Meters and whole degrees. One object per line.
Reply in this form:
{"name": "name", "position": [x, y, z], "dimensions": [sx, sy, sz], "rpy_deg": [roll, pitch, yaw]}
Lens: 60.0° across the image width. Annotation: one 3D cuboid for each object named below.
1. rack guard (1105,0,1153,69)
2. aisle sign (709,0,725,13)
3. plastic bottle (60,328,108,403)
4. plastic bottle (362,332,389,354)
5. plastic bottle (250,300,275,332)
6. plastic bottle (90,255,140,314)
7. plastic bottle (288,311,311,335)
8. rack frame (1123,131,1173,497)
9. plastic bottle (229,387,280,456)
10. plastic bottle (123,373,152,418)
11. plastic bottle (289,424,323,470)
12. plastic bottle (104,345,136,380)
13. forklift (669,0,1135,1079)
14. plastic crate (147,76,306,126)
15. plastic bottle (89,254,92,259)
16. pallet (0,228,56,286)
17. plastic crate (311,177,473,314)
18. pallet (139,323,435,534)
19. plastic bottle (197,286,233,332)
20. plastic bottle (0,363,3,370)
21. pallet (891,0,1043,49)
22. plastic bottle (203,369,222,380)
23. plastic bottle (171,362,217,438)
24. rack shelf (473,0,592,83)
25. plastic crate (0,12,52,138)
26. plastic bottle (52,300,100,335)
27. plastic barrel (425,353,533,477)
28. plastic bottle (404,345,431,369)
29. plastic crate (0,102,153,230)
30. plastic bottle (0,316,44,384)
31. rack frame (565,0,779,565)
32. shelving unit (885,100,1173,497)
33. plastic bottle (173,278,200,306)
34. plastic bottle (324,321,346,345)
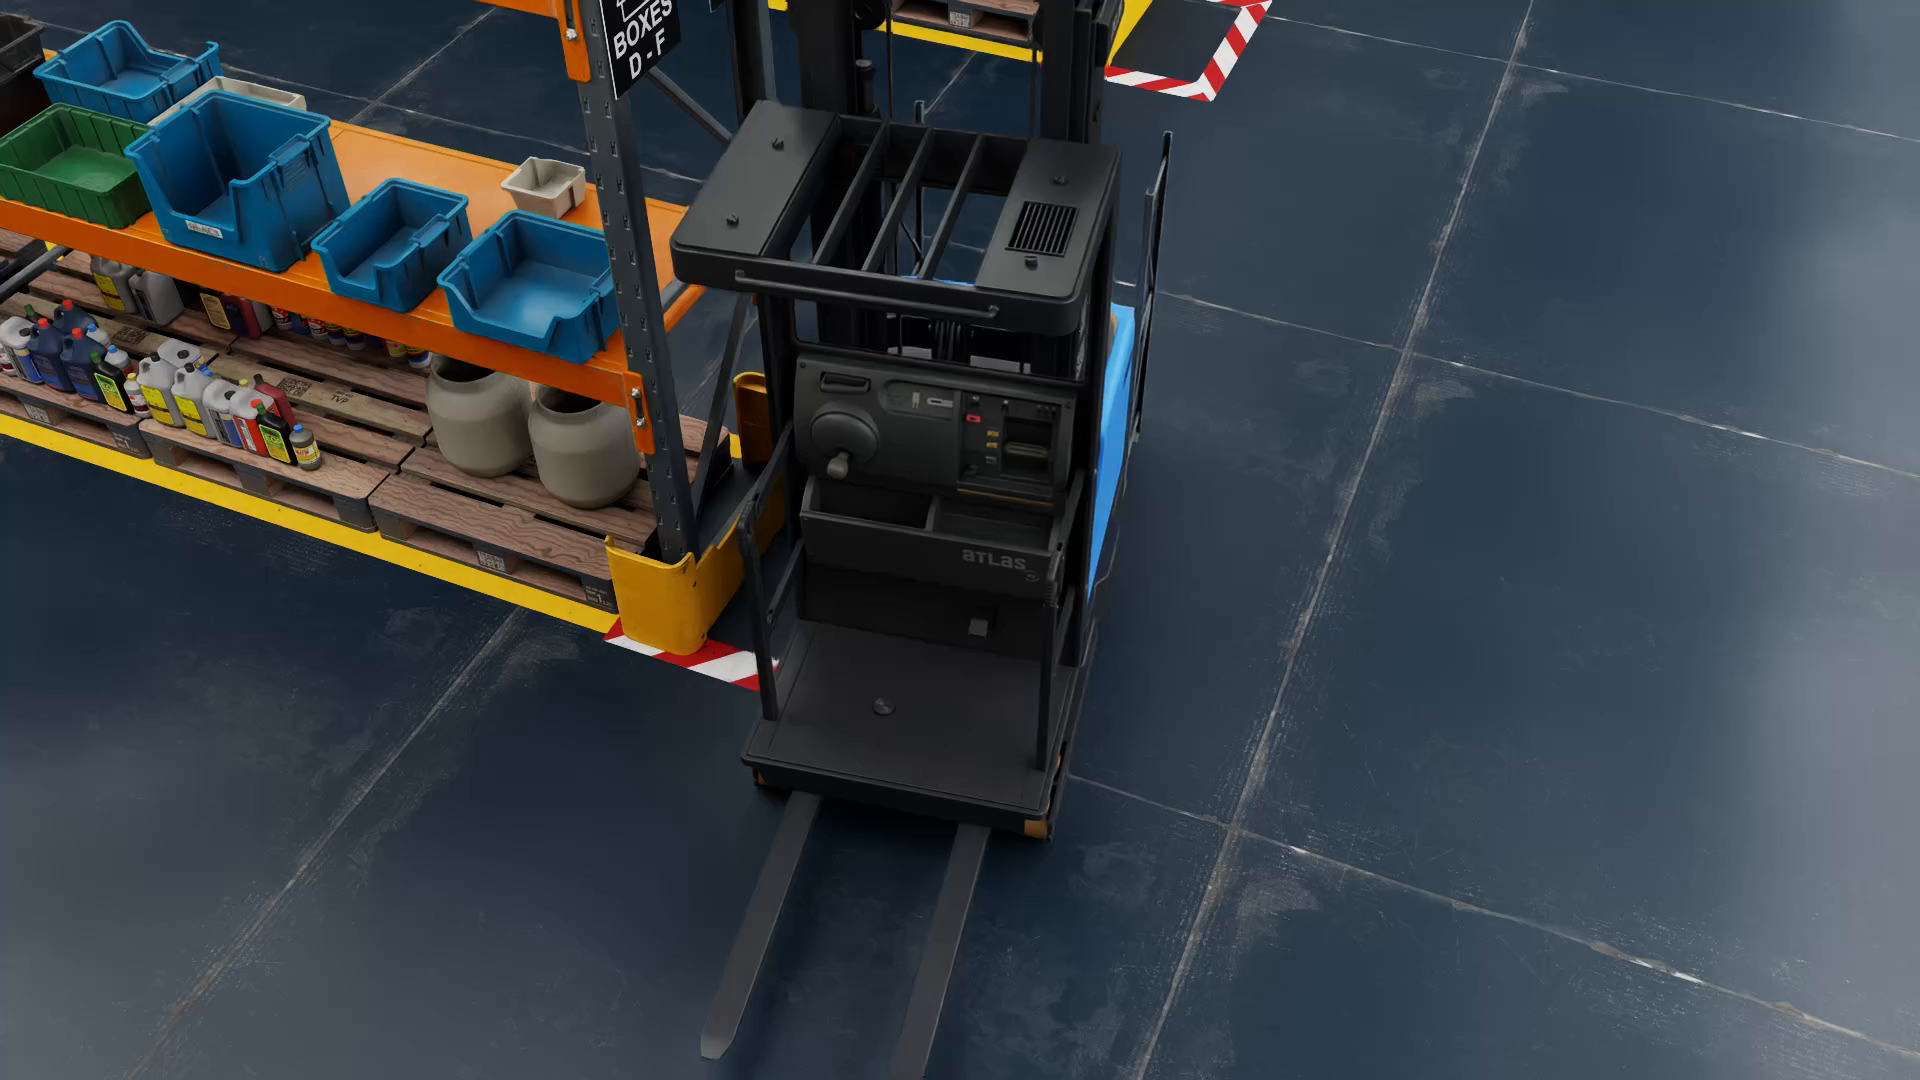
{"name": "rack guard", "position": [0.925, -3.383, 10.135], "dimensions": [0.348, 0.500, 1.175], "rpy_deg": [16, 47, 16]}
{"name": "aisle sign", "position": [-0.732, -2.117, 5.247], "dimensions": [0.004, 0.787, 0.394], "rpy_deg": [16, 47, 16]}
{"name": "plastic bottle", "position": [-3.844, -0.787, 7.320], "dimensions": [0.185, 0.351, 0.144], "rpy_deg": [15, 47, 14]}
{"name": "plastic bottle", "position": [-2.667, -0.986, 7.568], "dimensions": [0.133, 0.283, 0.061], "rpy_deg": [17, 47, 16]}
{"name": "plastic bottle", "position": [-3.274, -1.128, 7.715], "dimensions": [0.135, 0.276, 0.152], "rpy_deg": [17, 47, 17]}
{"name": "plastic bottle", "position": [-3.953, -1.247, 7.781], "dimensions": [0.185, 0.351, 0.144], "rpy_deg": [16, 47, 16]}
{"name": "plastic bottle", "position": [-3.060, -1.084, 7.674], "dimensions": [0.097, 0.271, 0.097], "rpy_deg": [0, 45, 0]}
{"name": "rack frame", "position": [0.761, -0.903, 6.916], "dimensions": [0.032, 1.500, 0.500], "rpy_deg": [10, 43, 10]}
{"name": "plastic bottle", "position": [-2.997, -0.515, 7.099], "dimensions": [0.135, 0.276, 0.152], "rpy_deg": [17, 47, 16]}
{"name": "plastic bottle", "position": [-3.591, -0.642, 7.280], "dimensions": [0.097, 0.201, 0.097], "rpy_deg": [0, 45, 0]}
{"name": "plastic bottle", "position": [-2.775, -0.402, 7.038], "dimensions": [0.097, 0.201, 0.097], "rpy_deg": [0, 45, 0]}
{"name": "plastic bottle", "position": [-3.693, -0.744, 7.332], "dimensions": [0.097, 0.271, 0.097], "rpy_deg": [0, 45, 0]}
{"name": "forklift", "position": [-0.137, -0.262, 5.275], "dimensions": [1.130, 2.935, 3.031], "rpy_deg": [9, 46, 9]}
{"name": "plastic crate", "position": [-3.007, -1.741, 6.899], "dimensions": [0.437, 0.136, 0.530], "rpy_deg": [16, 47, 16]}
{"name": "plastic bottle", "position": [-4.148, -1.379, 8.021], "dimensions": [0.097, 0.201, 0.097], "rpy_deg": [0, 45, 0]}
{"name": "pallet", "position": [-5.343, -1.310, 8.256], "dimensions": [1.213, 0.211, 1.003], "rpy_deg": [16, 47, 16]}
{"name": "plastic crate", "position": [-2.086, -1.093, 6.166], "dimensions": [0.408, 0.251, 0.499], "rpy_deg": [16, 47, 16]}
{"name": "pallet", "position": [-2.869, -0.583, 7.525], "dimensions": [1.213, 0.211, 1.003], "rpy_deg": [16, 47, 16]}
{"name": "plastic bottle", "position": [-3.438, -1.103, 7.685], "dimensions": [0.133, 0.283, 0.061], "rpy_deg": [16, 47, 16]}
{"name": "plastic bottle", "position": [-4.384, -0.875, 7.514], "dimensions": [0.097, 0.201, 0.097], "rpy_deg": [0, 45, 0]}
{"name": "pallet", "position": [0.189, -3.525, 10.482], "dimensions": [1.213, 0.211, 1.003], "rpy_deg": [16, 47, 16]}
{"name": "plastic bottle", "position": [-3.273, -0.659, 7.297], "dimensions": [0.097, 0.201, 0.097], "rpy_deg": [0, 45, 0]}
{"name": "plastic bottle", "position": [-3.280, -0.621, 7.153], "dimensions": [0.185, 0.351, 0.144], "rpy_deg": [18, 48, 17]}
{"name": "rack shelf", "position": [-2.757, -2.376, 5.734], "dimensions": [4.000, 0.370, 1.077], "rpy_deg": [16, 47, 16]}
{"name": "plastic crate", "position": [-4.169, -1.864, 6.880], "dimensions": [0.504, 0.338, 0.767], "rpy_deg": [16, 47, 16]}
{"name": "plastic bottle", "position": [-3.962, -0.932, 7.466], "dimensions": [0.185, 0.351, 0.144], "rpy_deg": [16, 47, 16]}
{"name": "plastic barrel", "position": [-2.011, -0.557, 6.988], "dimensions": [0.421, 0.512, 0.421], "rpy_deg": [0, 45, 0]}
{"name": "plastic bottle", "position": [-2.465, -0.909, 7.498], "dimensions": [0.097, 0.271, 0.097], "rpy_deg": [0, 45, 0]}
{"name": "plastic crate", "position": [-3.459, -1.483, 6.603], "dimensions": [0.662, 0.188, 0.450], "rpy_deg": [16, 47, 16]}
{"name": "plastic bottle", "position": [-4.169, -0.860, 7.445], "dimensions": [0.135, 0.276, 0.152], "rpy_deg": [18, 48, 17]}
{"name": "rack frame", "position": [-0.911, -1.025, 5.992], "dimensions": [0.127, 3.000, 1.000], "rpy_deg": [16, 47, 16]}
{"name": "shelving unit", "position": [0.267, -0.986, 7.000], "dimensions": [1.048, 1.500, 0.538], "rpy_deg": [10, 43, 10]}
{"name": "plastic bottle", "position": [-3.721, -1.289, 7.823], "dimensions": [0.185, 0.351, 0.144], "rpy_deg": [14, 47, 14]}
{"name": "plastic bottle", "position": [-2.873, -1.029, 7.619], "dimensions": [0.097, 0.271, 0.097], "rpy_deg": [0, 45, 0]}
